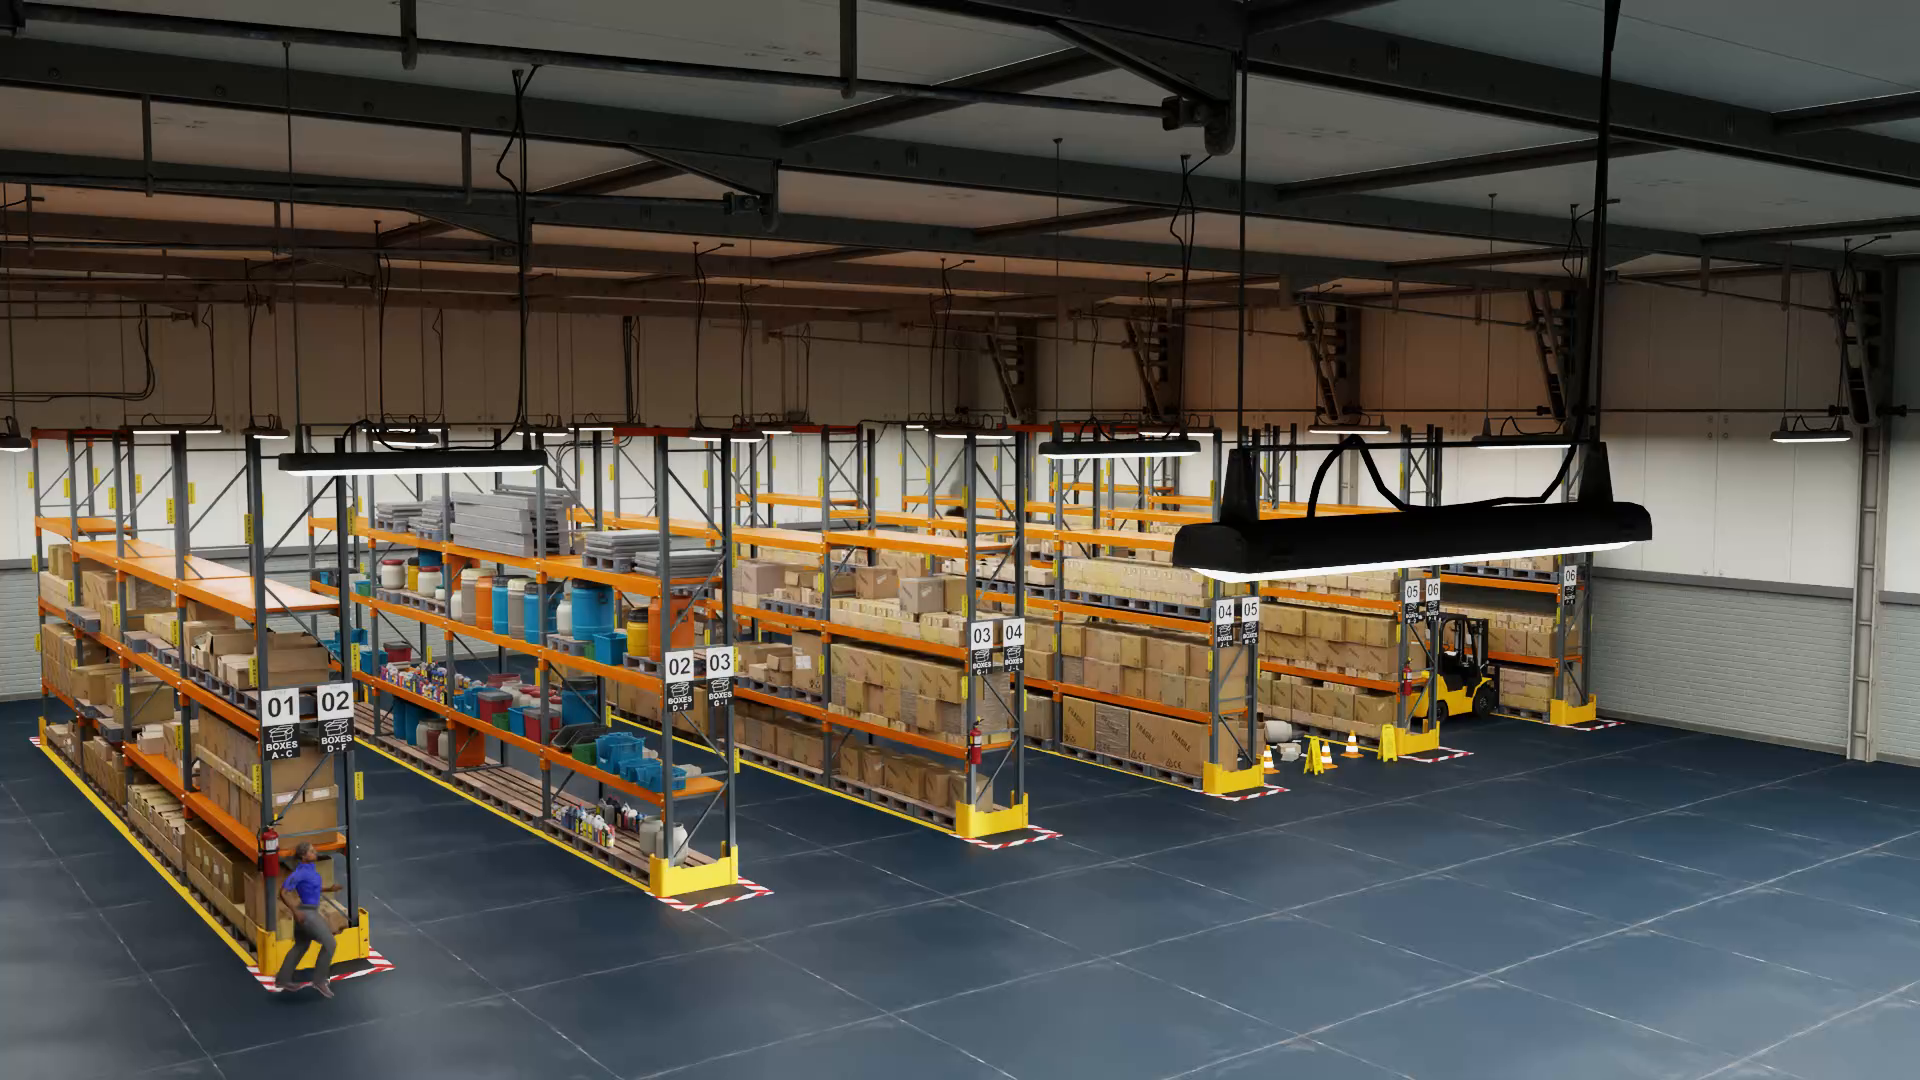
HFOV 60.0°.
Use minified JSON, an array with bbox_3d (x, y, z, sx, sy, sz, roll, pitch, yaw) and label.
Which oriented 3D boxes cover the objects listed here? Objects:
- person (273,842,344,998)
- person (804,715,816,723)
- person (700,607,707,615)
[{"bbox_3d":[-7.022,4.108,17.928,0.733,1.703,0.545,-2,5,-20],"label":"person"},{"bbox_3d":[-2.816,2.997,32.614,0.881,1.550,0.686,4,6,44],"label":"person"},{"bbox_3d":[-6.239,2.260,40.814,0.822,1.748,0.881,2,5,28],"label":"person"}]
